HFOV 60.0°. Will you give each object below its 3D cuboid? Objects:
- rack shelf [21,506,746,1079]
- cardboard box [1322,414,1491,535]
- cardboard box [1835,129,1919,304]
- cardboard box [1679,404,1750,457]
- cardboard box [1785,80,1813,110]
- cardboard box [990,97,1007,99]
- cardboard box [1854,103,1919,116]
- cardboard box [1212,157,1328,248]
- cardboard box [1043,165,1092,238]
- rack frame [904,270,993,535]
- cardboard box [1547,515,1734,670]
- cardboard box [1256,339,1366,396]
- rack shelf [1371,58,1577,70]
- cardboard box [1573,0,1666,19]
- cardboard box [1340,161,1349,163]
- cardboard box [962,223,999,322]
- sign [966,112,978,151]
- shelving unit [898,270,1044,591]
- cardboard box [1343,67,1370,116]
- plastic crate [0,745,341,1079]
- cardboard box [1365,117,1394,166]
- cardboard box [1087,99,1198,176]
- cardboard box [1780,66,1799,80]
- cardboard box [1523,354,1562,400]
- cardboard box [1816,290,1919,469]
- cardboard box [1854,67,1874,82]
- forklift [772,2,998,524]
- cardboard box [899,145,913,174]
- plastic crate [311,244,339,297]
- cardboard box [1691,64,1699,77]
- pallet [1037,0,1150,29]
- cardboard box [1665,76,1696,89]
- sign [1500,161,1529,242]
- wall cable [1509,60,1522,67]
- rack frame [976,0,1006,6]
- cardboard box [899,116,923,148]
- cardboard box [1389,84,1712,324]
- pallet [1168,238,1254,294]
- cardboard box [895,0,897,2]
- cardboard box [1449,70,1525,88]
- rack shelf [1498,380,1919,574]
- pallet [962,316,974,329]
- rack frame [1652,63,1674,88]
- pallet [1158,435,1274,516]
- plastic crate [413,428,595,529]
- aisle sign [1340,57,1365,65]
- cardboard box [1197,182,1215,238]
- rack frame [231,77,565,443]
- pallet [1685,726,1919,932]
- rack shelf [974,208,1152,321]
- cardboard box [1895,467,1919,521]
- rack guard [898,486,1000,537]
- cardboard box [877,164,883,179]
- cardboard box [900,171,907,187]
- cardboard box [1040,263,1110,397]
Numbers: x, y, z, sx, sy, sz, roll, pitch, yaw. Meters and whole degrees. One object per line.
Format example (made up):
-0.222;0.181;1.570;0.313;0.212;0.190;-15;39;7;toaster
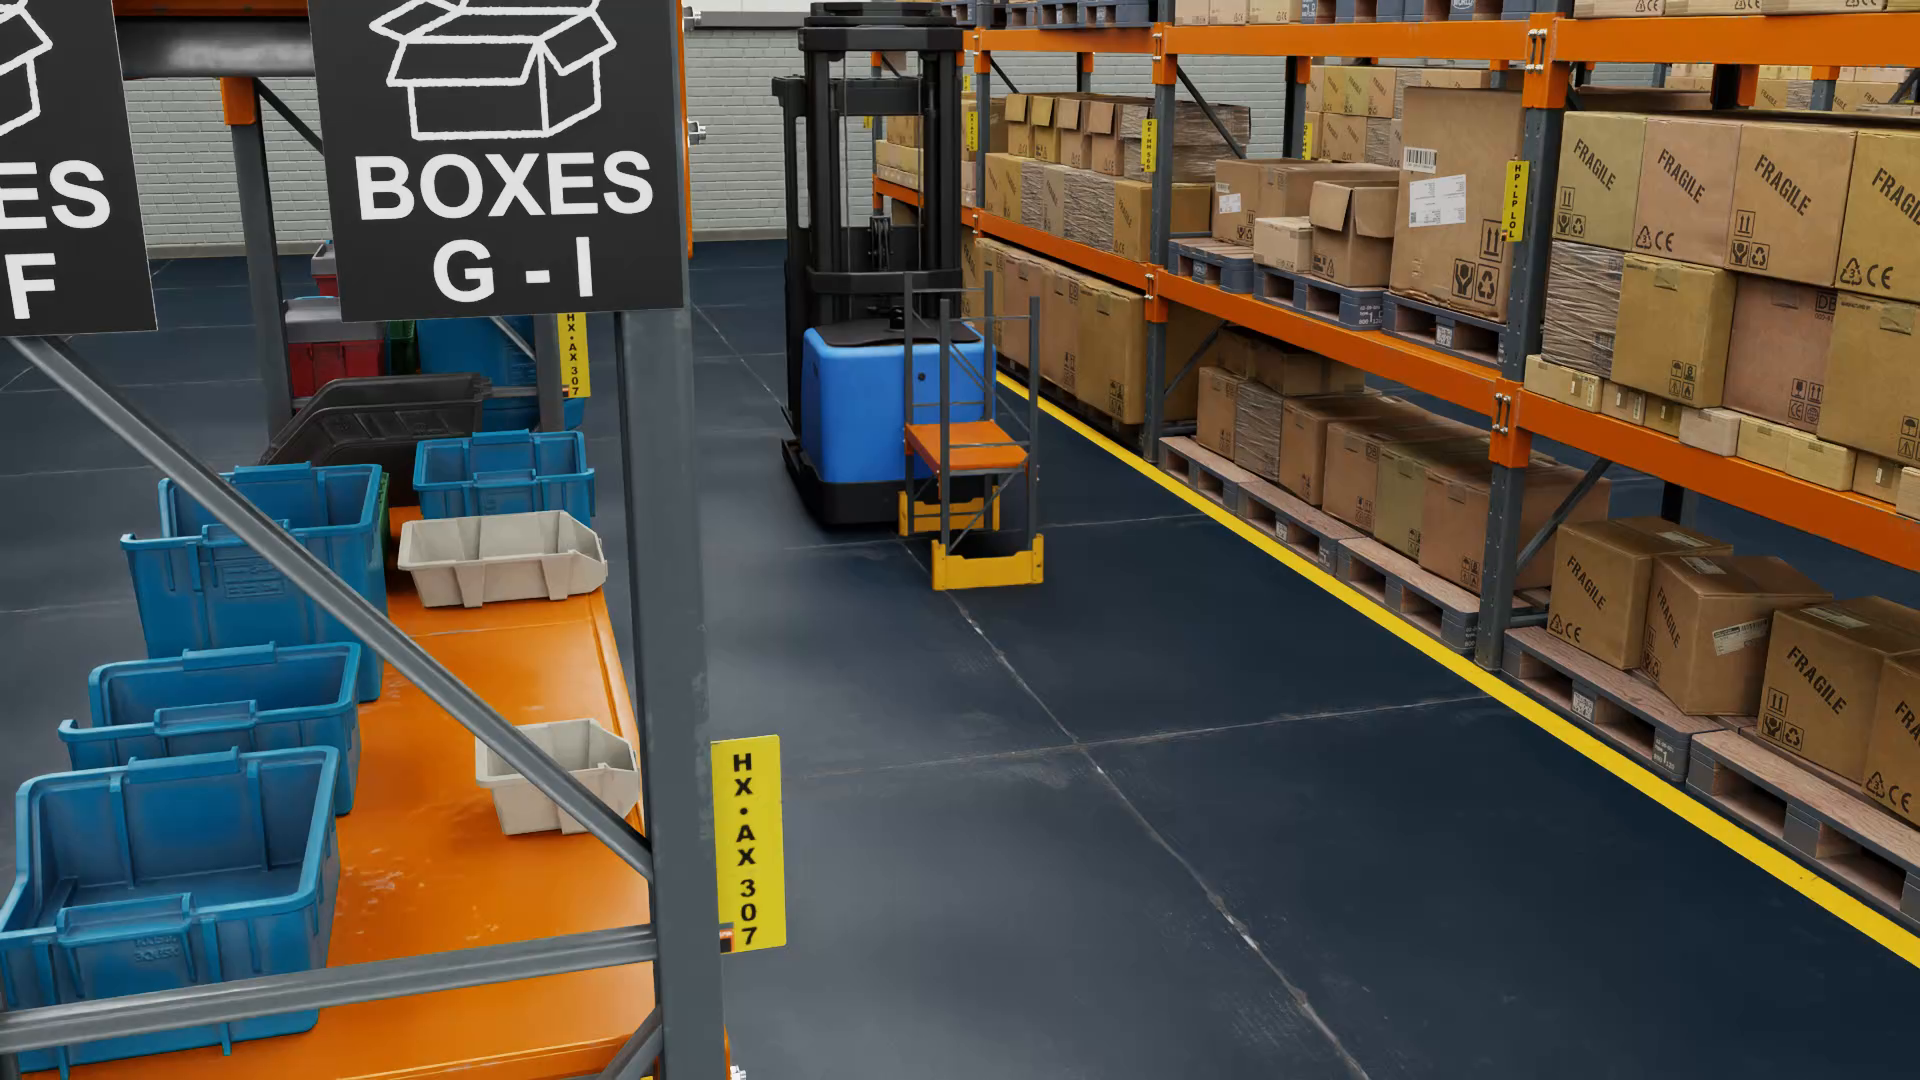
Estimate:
-1.378;0.395;4.173;1.077;0.370;4.000;-5;17;-15;rack shelf
2.420;-0.367;9.042;0.700;0.500;0.500;-6;18;-20;cardboard box
3.138;-1.005;5.155;0.500;0.500;0.500;-5;17;-15;cardboard box
2.863;-0.413;6.049;0.380;0.149;0.250;-5;17;-15;cardboard box
9.489;-4.807;18.329;0.500;0.500;0.500;-4;17;-15;cardboard box
0.475;-3.970;15.895;0.500;0.500;0.500;-5;18;-17;cardboard box
6.646;-2.767;11.537;0.700;0.500;0.500;-5;17;-16;cardboard box
1.922;-2.103;10.337;0.500;0.500;0.500;-7;18;-22;cardboard box
0.946;-2.588;12.680;0.500;0.500;0.500;-4;17;-14;cardboard box
-0.063;-0.765;9.392;0.500;1.500;0.032;-3;17;-11;rack frame
2.906;0.216;7.135;0.500;0.500;0.500;-5;18;-17;cardboard box
2.104;-1.044;9.992;0.500;0.250;0.500;-3;17;-9;cardboard box
4.883;-5.117;17.308;1.077;0.370;4.000;-5;17;-15;rack shelf
2.712;-2.114;6.323;0.500;0.250;0.500;-5;18;-17;cardboard box
4.443;-4.135;18.441;0.380;0.149;0.250;-4;17;-13;cardboard box
0.532;-2.480;15.456;0.875;0.875;0.875;-5;17;-15;cardboard box
0.103;-3.515;14.298;0.100;0.325;0.005;-5;17;-15;sign
0.041;-0.624;8.924;0.587;1.500;1.083;-3;17;-11;shelving unit
4.468;-4.817;17.845;0.500;0.500;0.500;-5;17;-16;cardboard box
-1.253;0.560;2.632;0.499;0.251;0.616;-5;17;-15;plastic crate
4.632;-4.199;17.526;0.500;0.500;0.500;-5;17;-17;cardboard box
1.374;-2.913;12.018;0.797;0.503;0.637;-4;17;-14;cardboard box
9.402;-5.213;18.555;0.380;0.149;0.250;-5;17;-15;cardboard box
2.605;-0.691;6.974;0.380;0.149;0.250;-5;17;-15;cardboard box
3.335;-0.542;5.352;0.875;0.500;0.500;-5;17;-15;cardboard box
9.747;-4.939;17.642;0.380;0.149;0.250;-5;17;-15;cardboard box
-0.583;-1.877;10.606;1.130;2.935;3.031;-3;17;-11;forklift
-0.307;-3.848;16.790;0.500;0.250;0.500;-5;18;-17;cardboard box
-2.877;-1.169;8.017;0.402;0.464;0.583;-5;17;-15;plastic crate
9.037;-5.647;20.000;0.380;0.149;0.250;-4;17;-14;cardboard box
1.197;-3.830;12.102;1.003;0.211;1.213;-4;17;-13;pallet
8.923;-5.368;20.198;0.500;0.500;0.500;-5;17;-16;cardboard box
2.302;-1.404;6.899;0.100;0.325;0.005;-5;17;-15;sign
8.854;-7.157;26.298;0.588;1.984;0.122;-5;17;-15;wall cable
0.636;-5.980;13.719;1.000;3.000;0.127;-5;17;-15;rack frame
-0.305;-4.208;16.687;0.500;0.500;0.500;-5;17;-17;cardboard box
2.751;-1.614;7.837;1.000;1.000;1.000;-5;17;-15;cardboard box
2.034;-1.720;10.298;1.213;0.211;1.003;-5;17;-15;pallet
-0.269;-5.807;17.280;0.700;0.500;0.500;-6;18;-19;cardboard box
5.044;-4.249;15.955;0.500;0.500;0.500;-5;18;-17;cardboard box
3.384;0.004;5.477;1.077;0.370;4.000;-5;17;-15;rack shelf
0.503;-1.988;15.704;1.003;0.211;1.213;-5;17;-15;pallet
9.065;-4.997;20.874;1.000;3.000;0.127;-5;17;-15;rack frame
1.949;-0.449;10.580;1.003;0.211;1.213;-5;17;-15;pallet
-1.362;-0.147;4.985;0.499;0.251;0.616;-5;17;-15;plastic crate
4.602;-5.867;19.250;0.394;0.787;0.004;-5;17;-15;aisle sign
1.864;-2.205;11.403;0.500;0.500;0.500;-4;17;-14;cardboard box
-1.927;-0.503;5.911;1.000;3.000;0.127;-5;17;-15;rack frame
3.392;0.962;5.882;1.003;0.211;1.213;-5;17;-15;pallet
1.186;-2.209;12.844;1.077;0.370;4.000;-5;17;-15;rack shelf
3.144;-0.137;5.130;0.380;0.149;0.250;-5;17;-15;cardboard box
-0.062;-0.166;9.570;0.587;0.250;0.087;-3;17;-11;rack guard
-0.683;-3.969;17.888;0.380;0.149;0.250;-4;17;-15;cardboard box
-0.399;-3.685;16.942;0.380;0.149;0.250;-5;17;-16;cardboard box
1.328;-1.624;12.608;1.225;0.875;0.875;-5;17;-15;cardboard box
